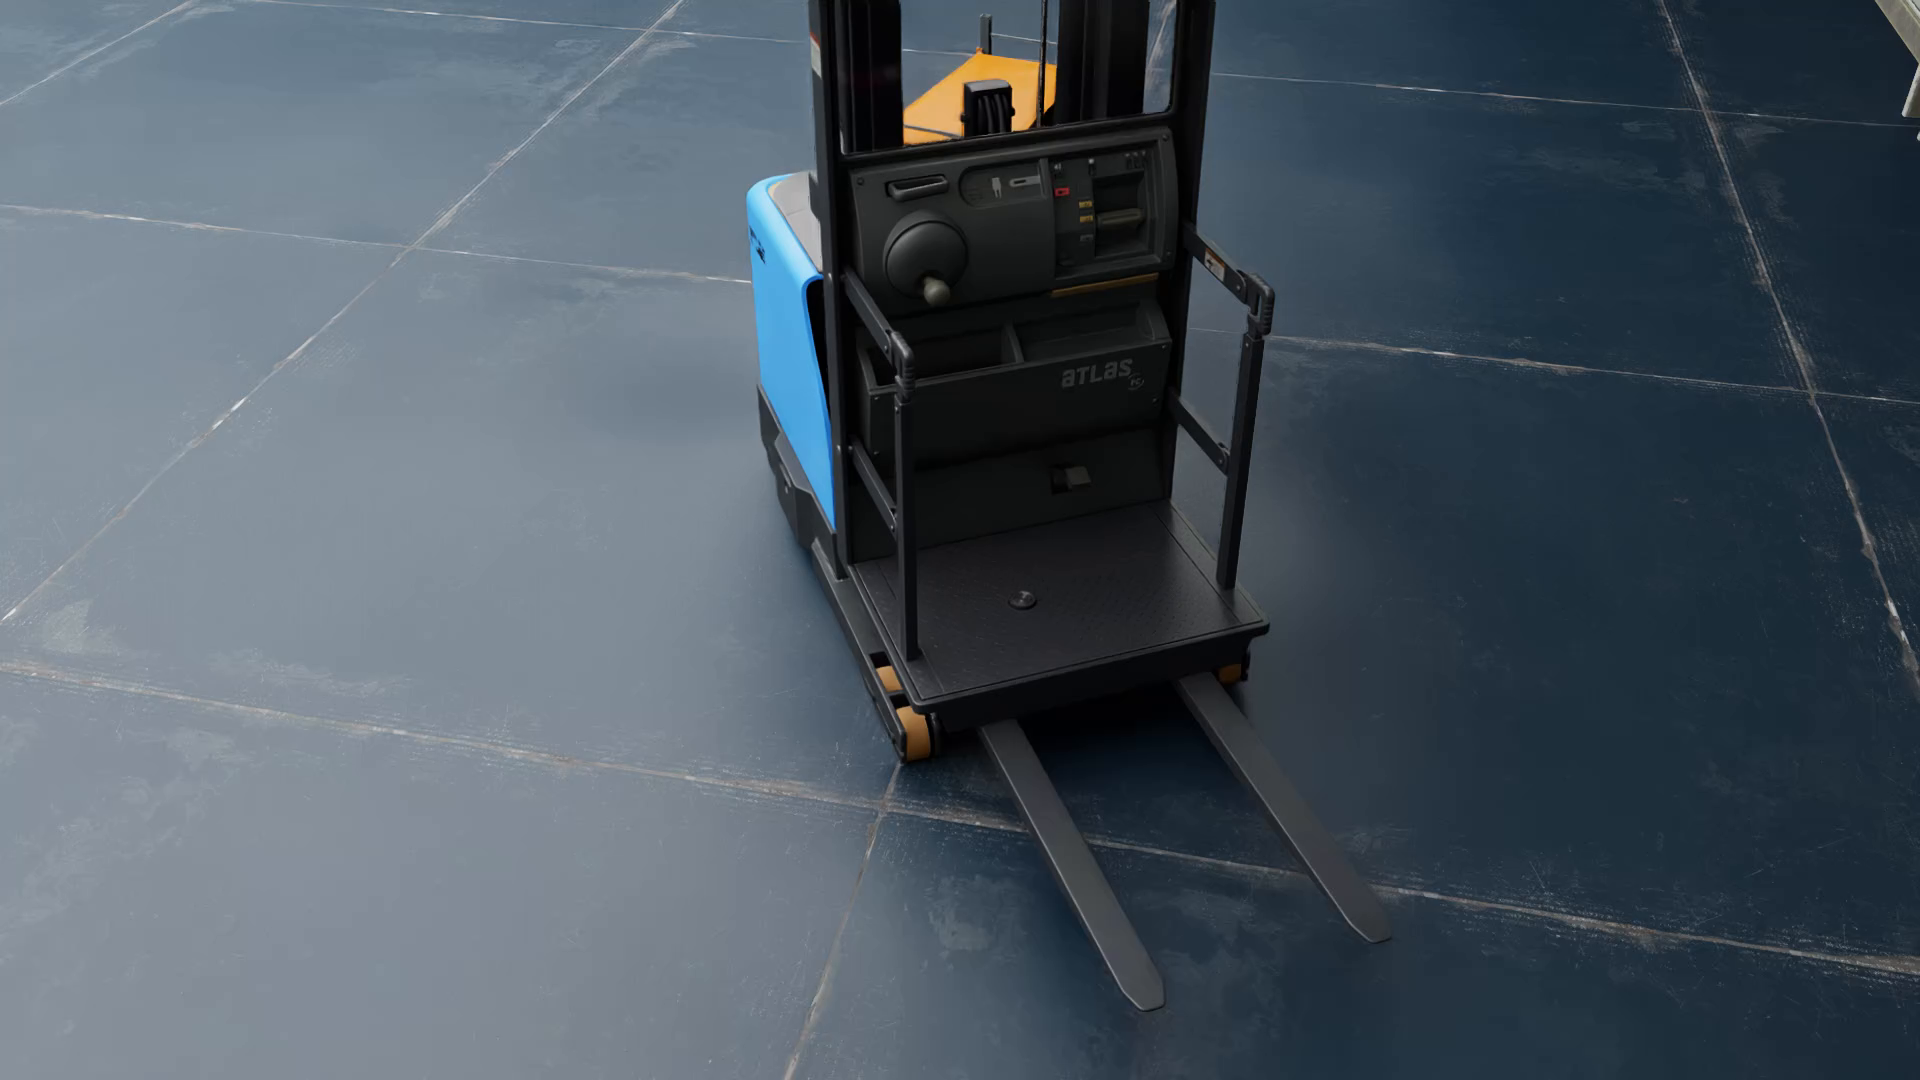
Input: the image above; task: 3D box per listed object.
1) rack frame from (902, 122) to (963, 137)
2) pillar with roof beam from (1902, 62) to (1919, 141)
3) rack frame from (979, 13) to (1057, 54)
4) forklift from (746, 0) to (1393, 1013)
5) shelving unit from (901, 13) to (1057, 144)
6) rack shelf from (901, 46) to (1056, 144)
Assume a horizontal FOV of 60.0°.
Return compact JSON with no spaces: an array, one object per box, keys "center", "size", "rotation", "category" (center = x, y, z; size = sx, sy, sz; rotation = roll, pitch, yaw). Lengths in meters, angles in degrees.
[{"center":[-0.120,-1.095,6.302],"size":[0.500,1.125,0.032],"rotation":[15,39,20],"category":"rack frame"},{"center":[0.947,-6.339,6.828],"size":[9.100,9.000,0.400],"rotation":[7,37,10],"category":"pillar with roof beam"},{"center":[0.311,-1.635,7.048],"size":[0.500,1.125,0.032],"rotation":[15,39,20],"category":"rack frame"},{"center":[0.235,-0.813,4.375],"size":[1.130,2.935,3.031],"rotation":[-12,38,-16],"category":"forklift"},{"center":[0.095,-1.365,6.675],"size":[0.538,1.125,1.048],"rotation":[15,39,20],"category":"shelving unit"},{"center":[0.095,-1.602,6.503],"size":[0.538,0.278,1.000],"rotation":[15,39,20],"category":"rack shelf"}]
